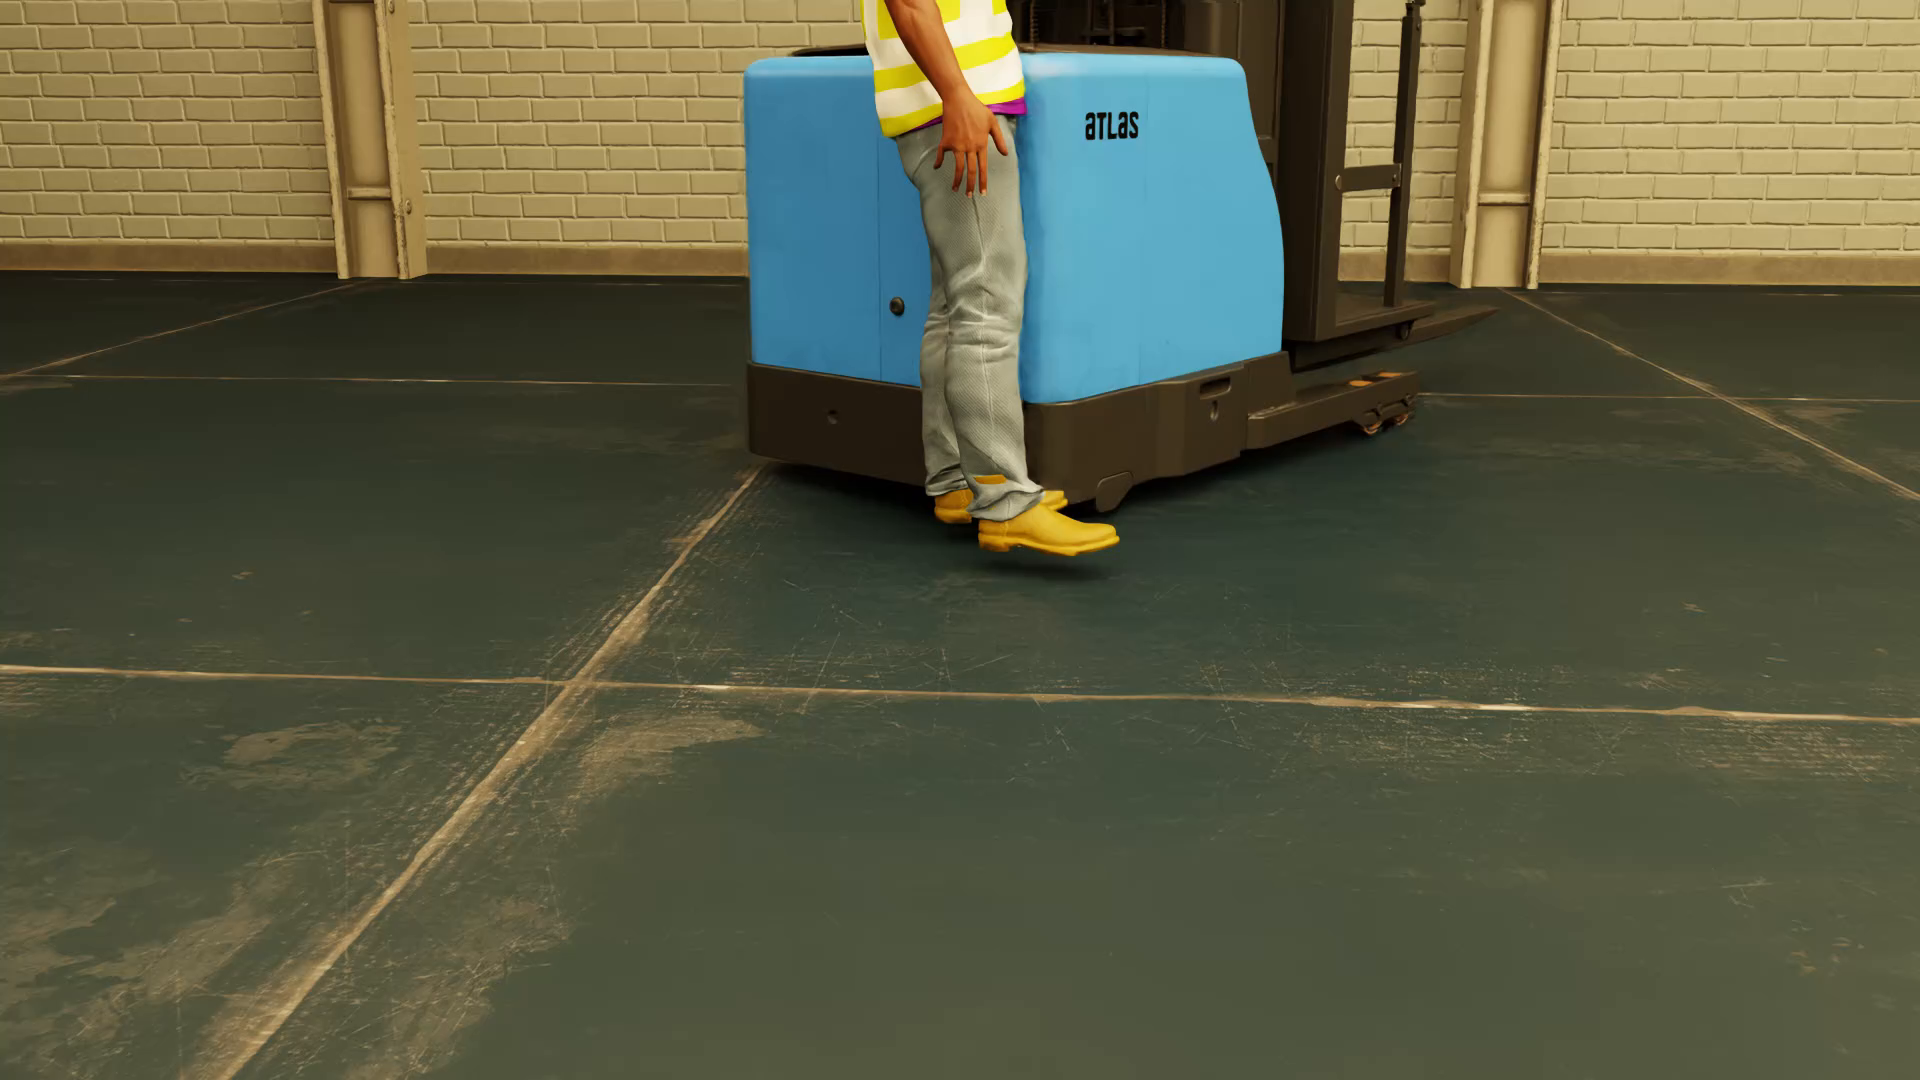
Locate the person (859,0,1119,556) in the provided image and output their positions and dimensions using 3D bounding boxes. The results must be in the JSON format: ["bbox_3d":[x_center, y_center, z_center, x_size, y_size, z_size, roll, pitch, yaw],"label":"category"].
[{"bbox_3d":[0.068,-0.895,3.558,0.577,1.765,0.665,1,15,4],"label":"person"}]

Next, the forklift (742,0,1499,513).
[{"bbox_3d":[0.762,-1.802,4.854,1.130,2.935,3.031,12,19,38],"label":"forklift"}]
